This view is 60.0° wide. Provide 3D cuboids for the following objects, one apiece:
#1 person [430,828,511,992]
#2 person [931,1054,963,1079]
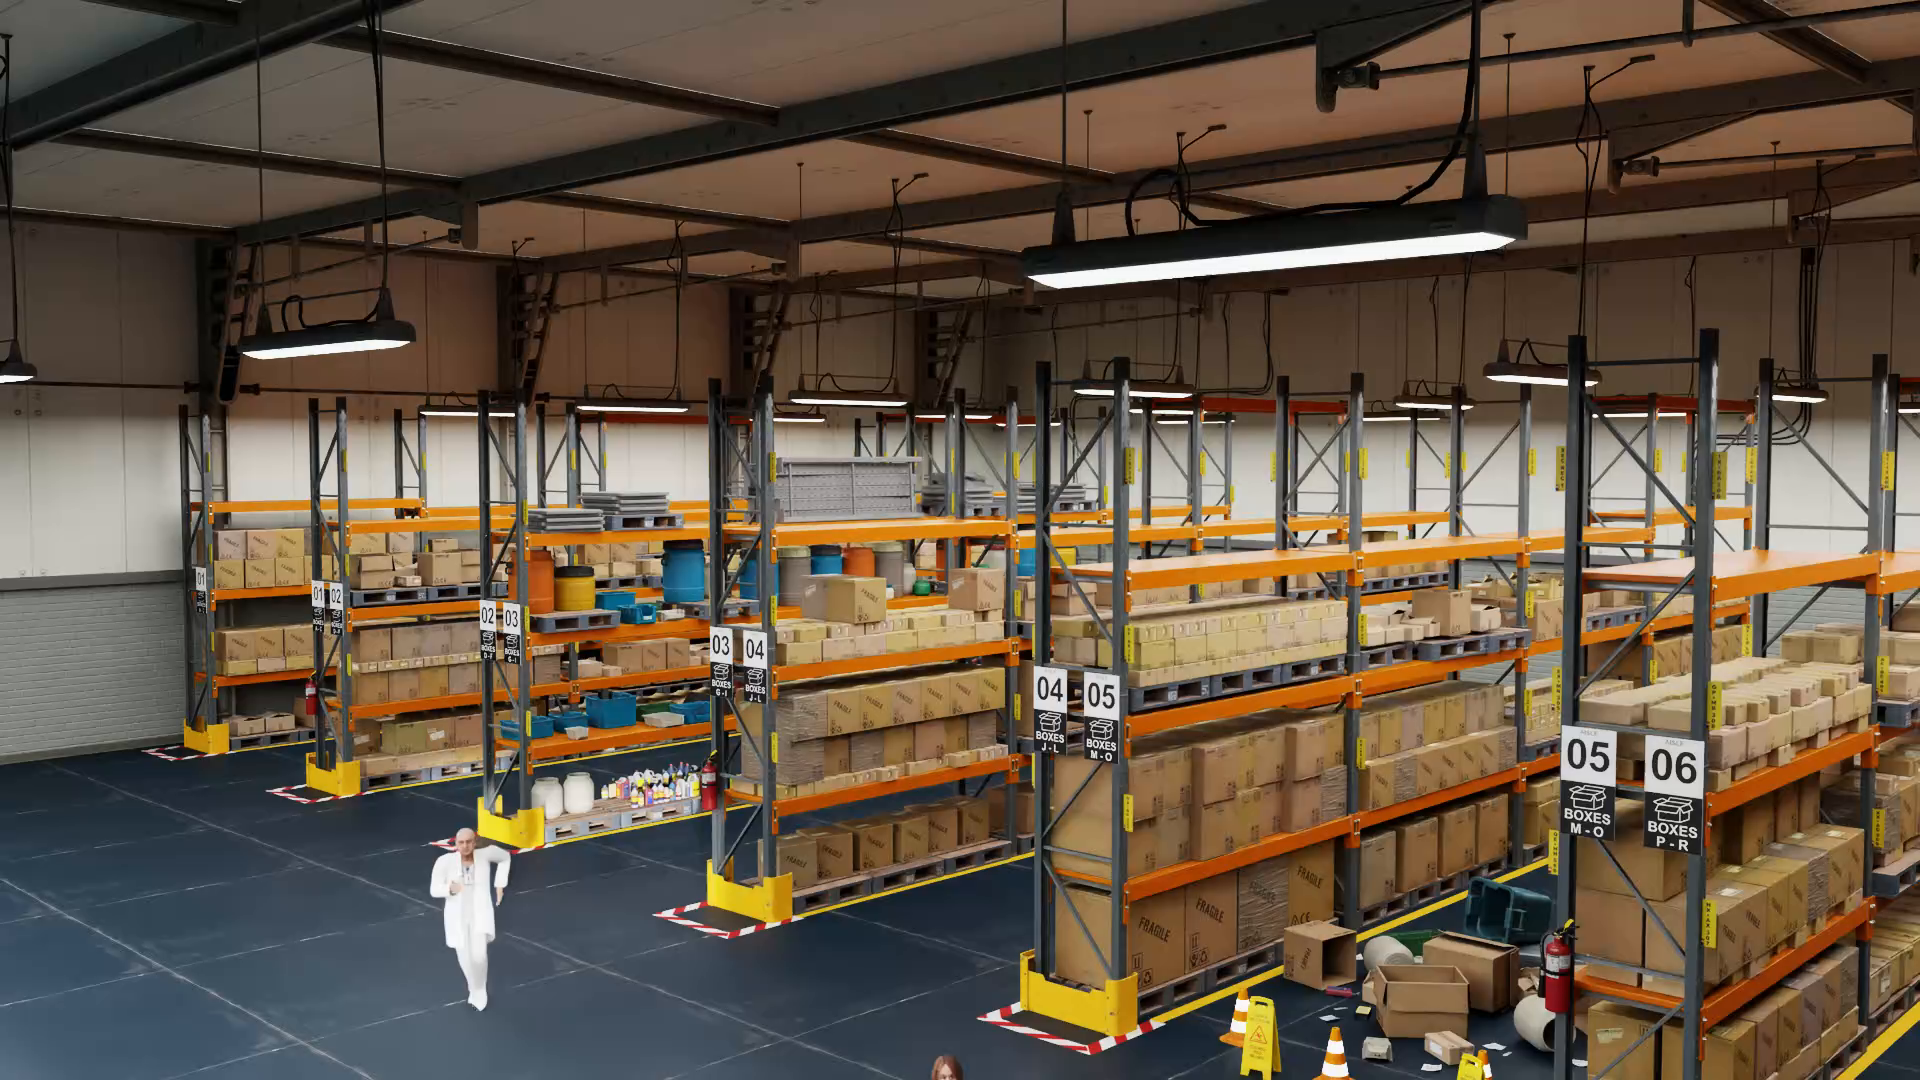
[{"bbox_3d":[-4.477,3.431,15.185,0.673,1.634,0.721,0,3,-9],"label":"person"},{"bbox_3d":[-0.071,3.845,9.873,0.525,1.613,0.681,0,3,3],"label":"person"}]
